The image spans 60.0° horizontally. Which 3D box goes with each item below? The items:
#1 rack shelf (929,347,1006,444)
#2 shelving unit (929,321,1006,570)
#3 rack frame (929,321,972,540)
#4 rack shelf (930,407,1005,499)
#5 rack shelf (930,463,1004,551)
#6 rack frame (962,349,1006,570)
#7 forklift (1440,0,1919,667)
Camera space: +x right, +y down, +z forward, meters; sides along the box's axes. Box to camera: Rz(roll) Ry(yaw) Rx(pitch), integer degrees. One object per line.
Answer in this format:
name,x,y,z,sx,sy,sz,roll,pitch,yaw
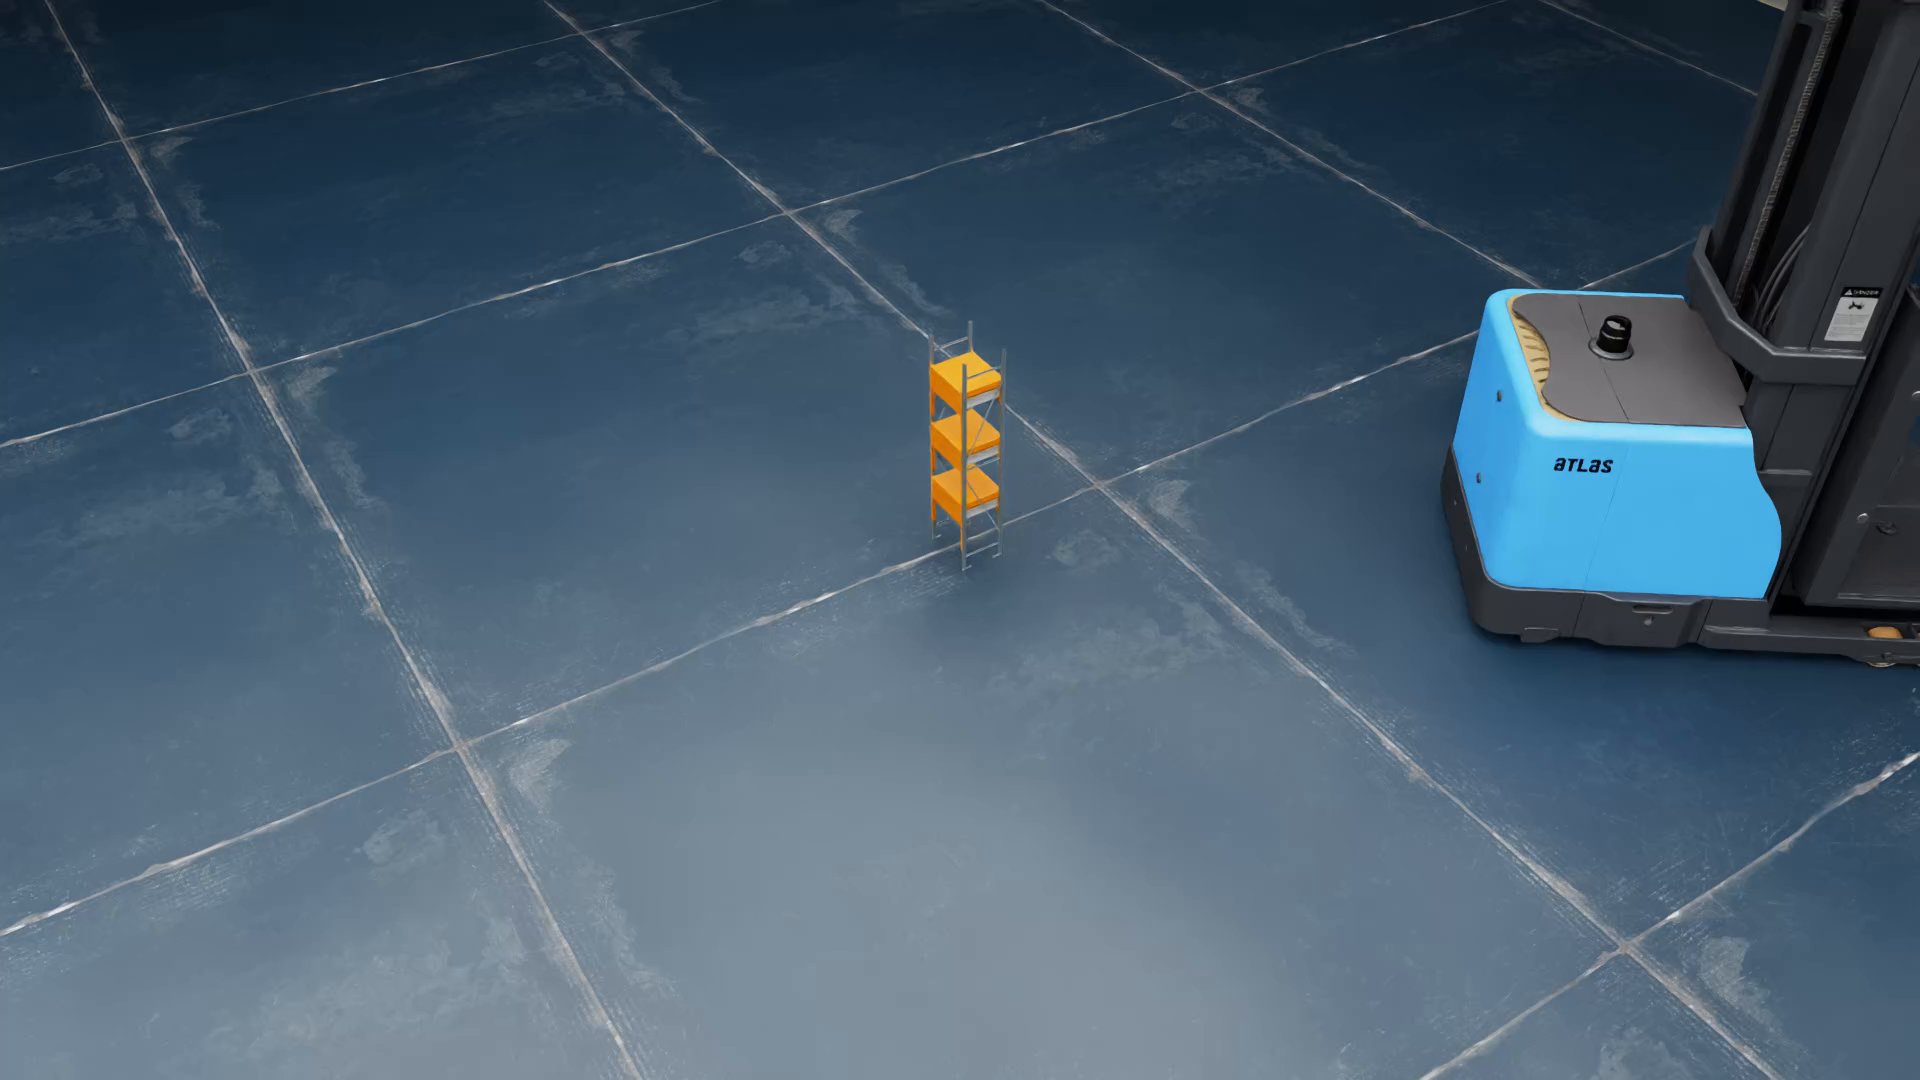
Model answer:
rack shelf,0.029,-0.584,6.704,0.215,0.259,0.240,-22,45,-24
shelving unit,0.029,-0.374,6.879,0.215,1.050,0.252,-22,45,-24
rack frame,-0.037,-0.440,6.958,0.200,1.050,0.008,-22,45,-24
rack shelf,0.029,-0.366,6.886,0.215,0.259,0.240,-22,45,-24
rack shelf,0.029,-0.153,7.064,0.215,0.259,0.240,-22,45,-24
rack frame,0.094,-0.309,6.800,0.200,1.050,0.008,-22,45,-24
forklift,3.622,-0.965,6.118,3.031,2.935,1.130,3,40,3
